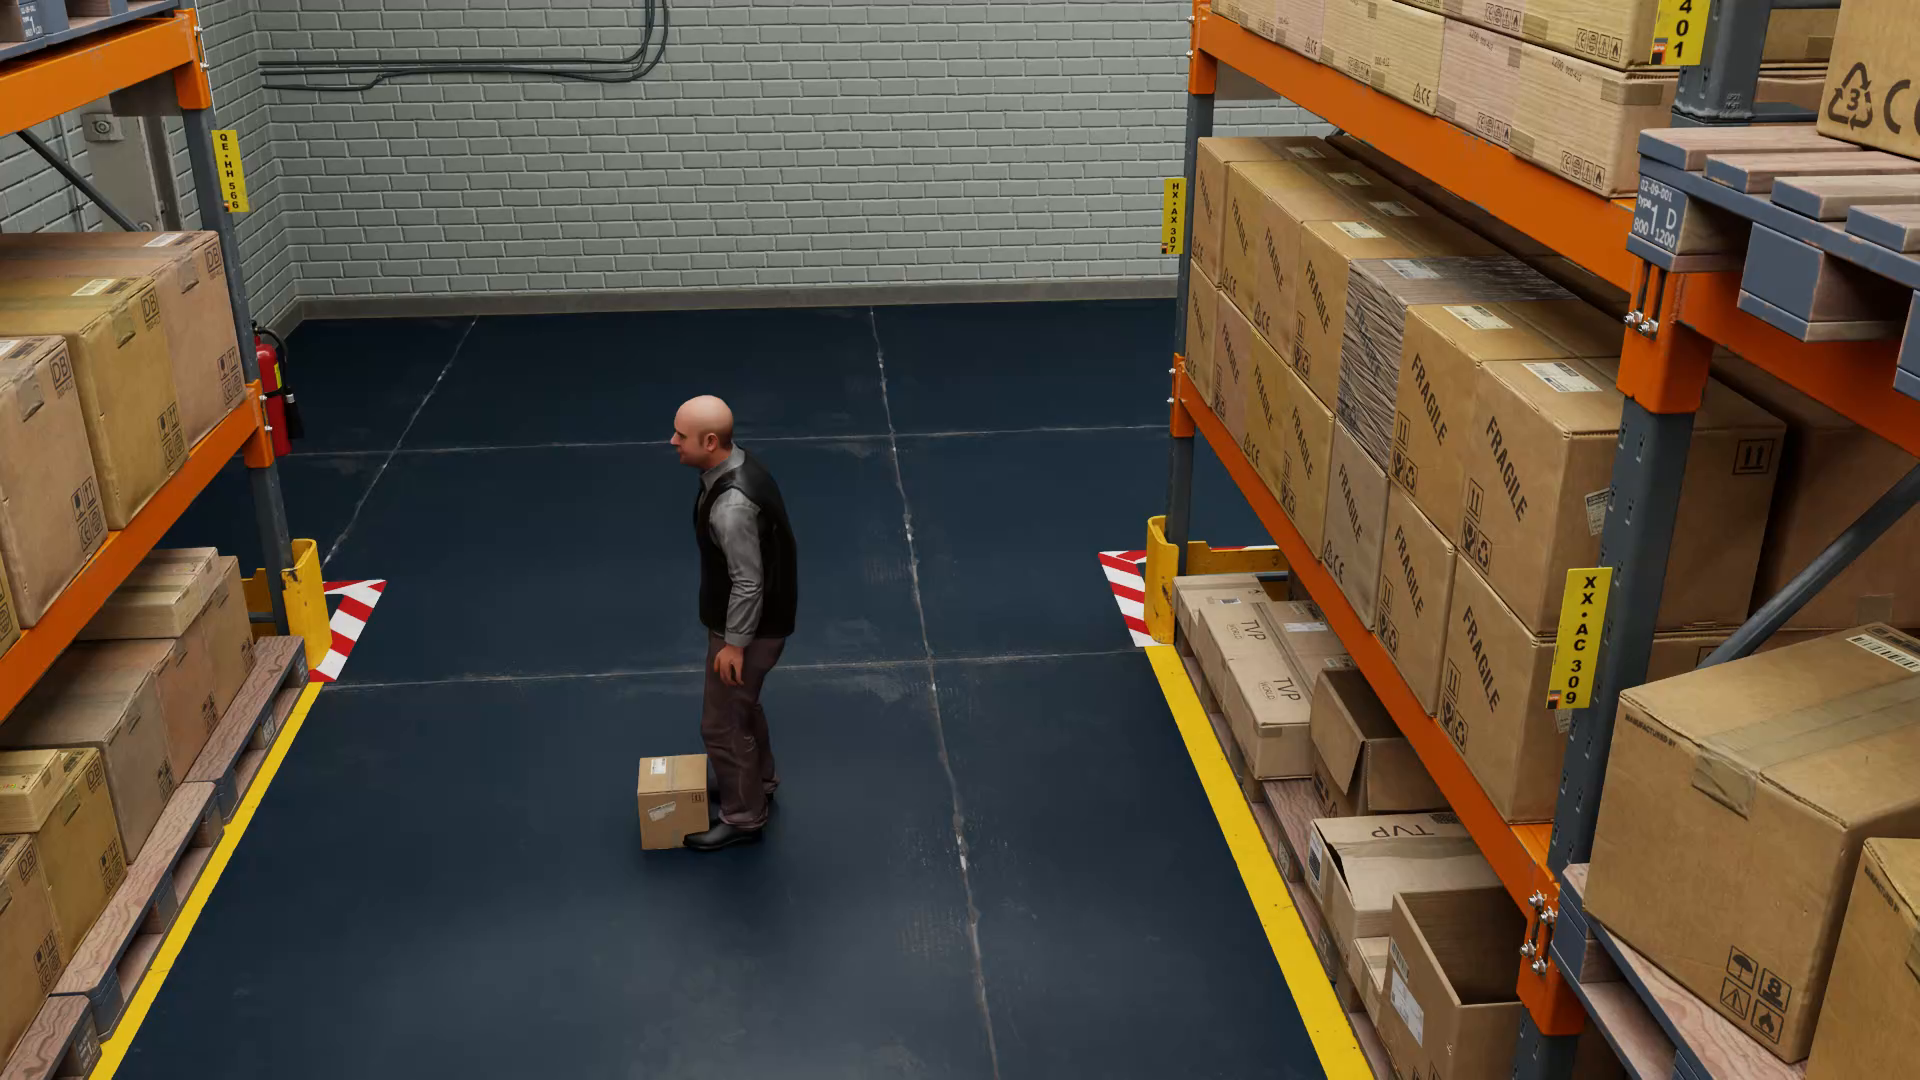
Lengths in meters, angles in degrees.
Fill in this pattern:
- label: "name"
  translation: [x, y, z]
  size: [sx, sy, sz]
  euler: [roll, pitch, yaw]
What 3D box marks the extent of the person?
- label: "person"
  translation: [-0.812, 0.295, 5.954]
  size: [0.474, 1.720, 0.592]
  euler: [-4, 24, -8]
